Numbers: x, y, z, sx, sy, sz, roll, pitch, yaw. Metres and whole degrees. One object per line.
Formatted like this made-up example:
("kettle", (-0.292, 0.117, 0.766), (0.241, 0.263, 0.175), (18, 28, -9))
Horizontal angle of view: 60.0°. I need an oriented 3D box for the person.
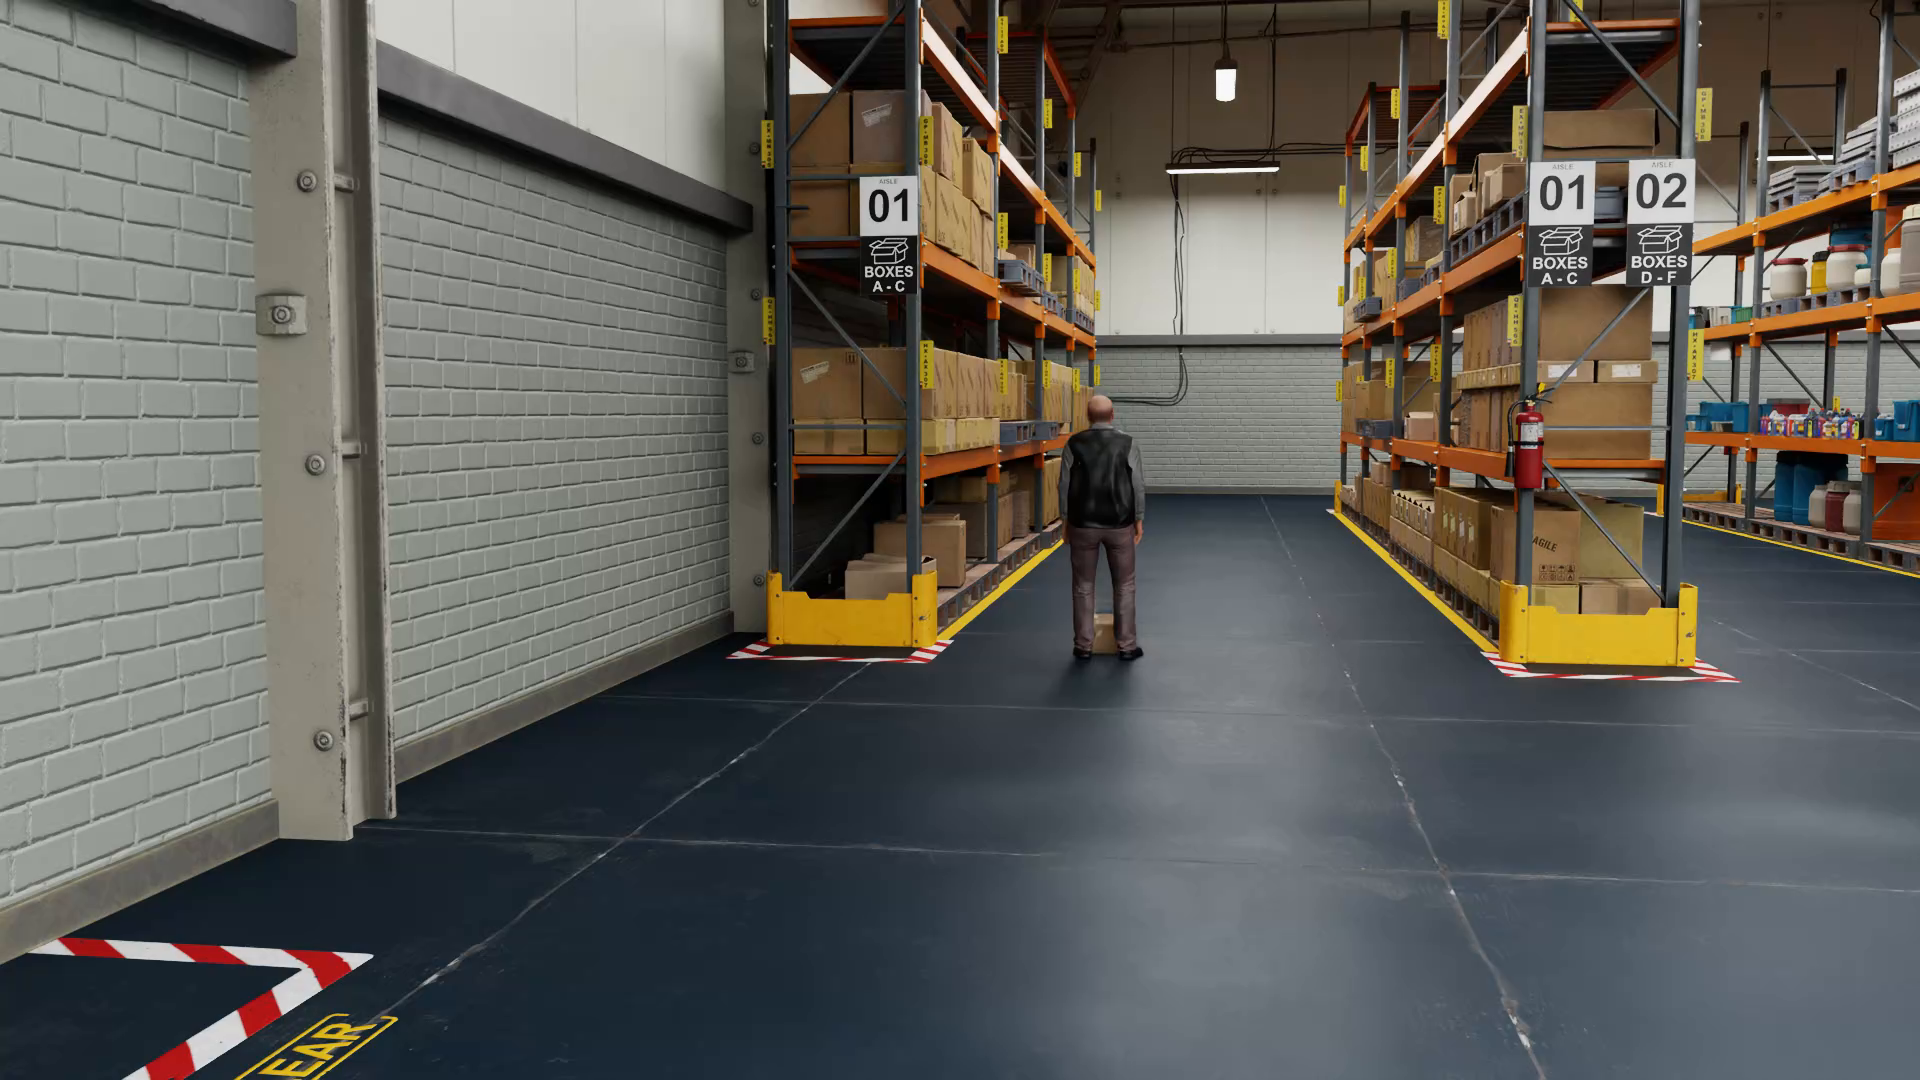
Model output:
("person", (0.922, -0.083, 10.858), (0.570, 1.721, 0.419), (1, 4, 7))
